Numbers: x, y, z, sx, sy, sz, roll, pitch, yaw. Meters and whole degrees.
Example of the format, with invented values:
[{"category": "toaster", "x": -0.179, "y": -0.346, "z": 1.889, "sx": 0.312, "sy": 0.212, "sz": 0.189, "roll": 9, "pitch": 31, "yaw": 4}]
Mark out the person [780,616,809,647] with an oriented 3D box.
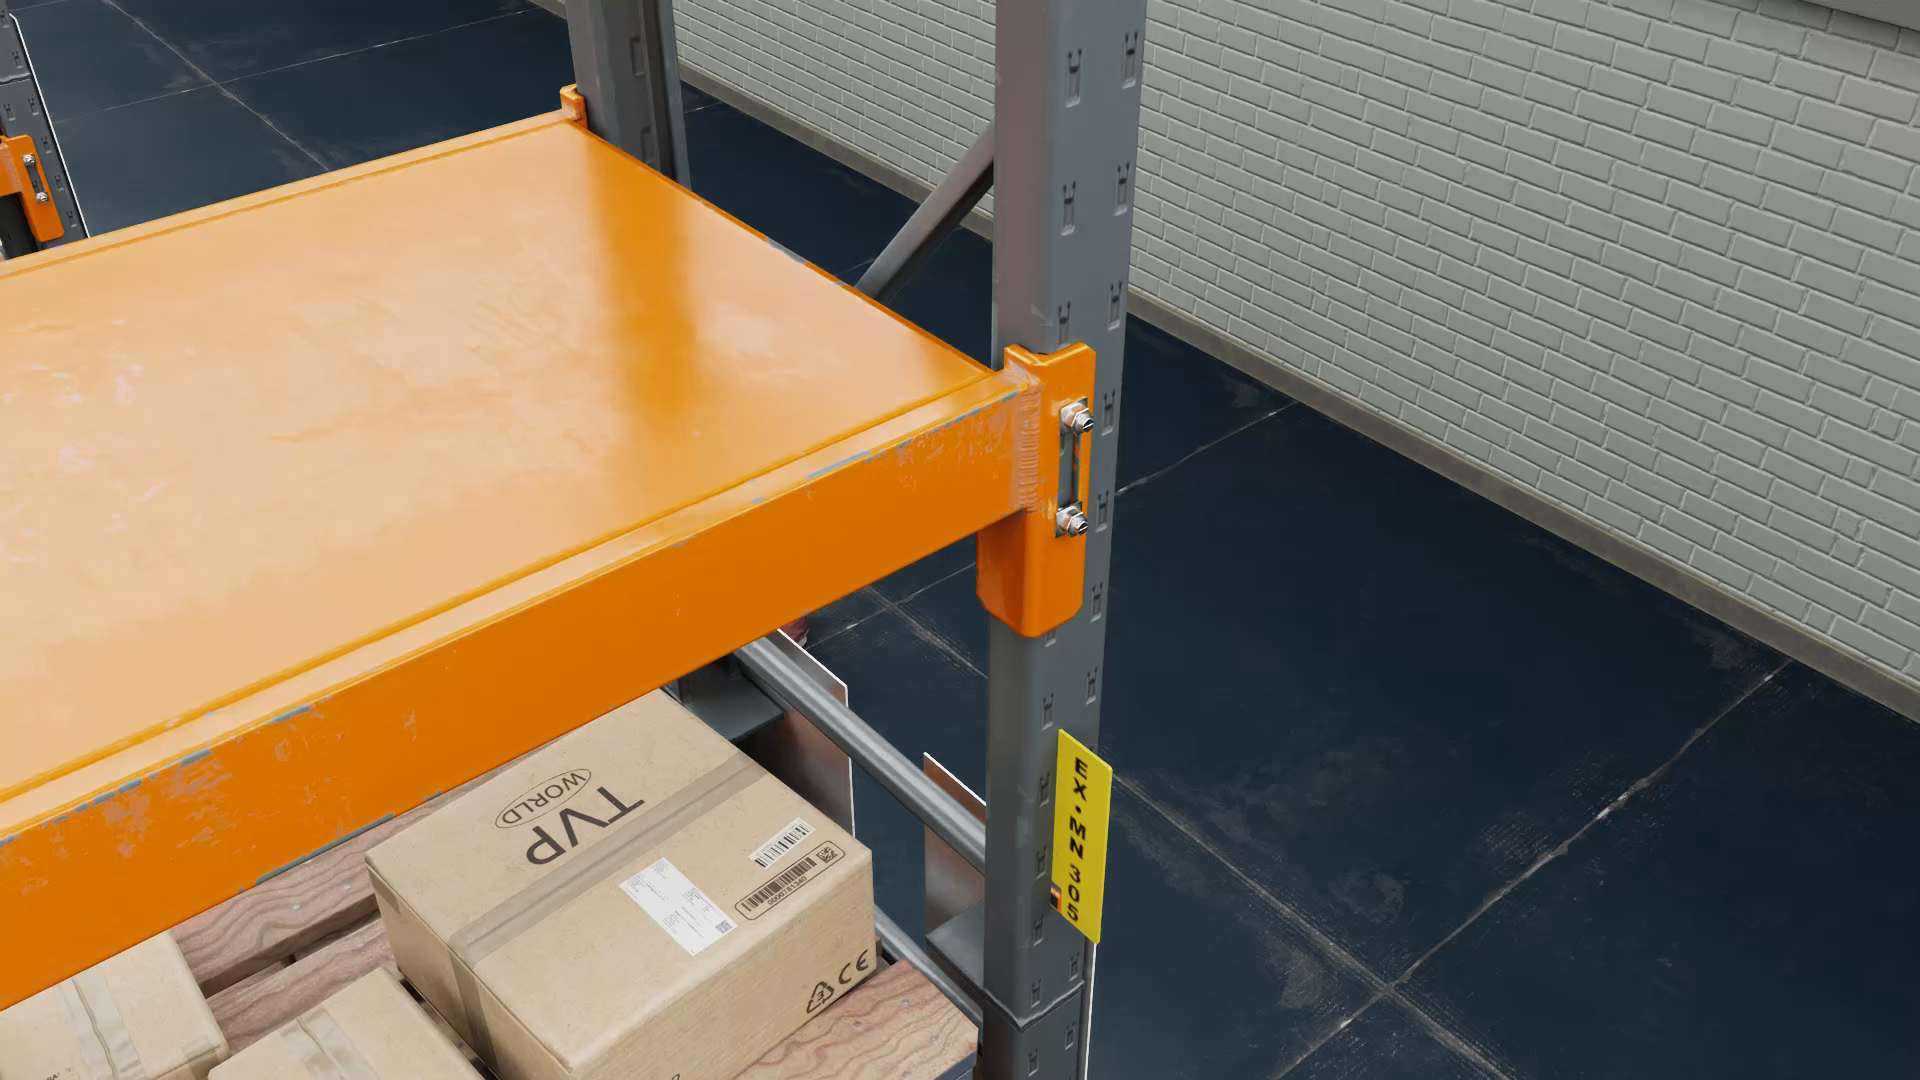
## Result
[{"category": "person", "x": -0.849, "y": -0.203, "z": 7.356, "sx": 0.406, "sy": 1.673, "sz": 0.499, "roll": -26, "pitch": 43, "yaw": -31}]
